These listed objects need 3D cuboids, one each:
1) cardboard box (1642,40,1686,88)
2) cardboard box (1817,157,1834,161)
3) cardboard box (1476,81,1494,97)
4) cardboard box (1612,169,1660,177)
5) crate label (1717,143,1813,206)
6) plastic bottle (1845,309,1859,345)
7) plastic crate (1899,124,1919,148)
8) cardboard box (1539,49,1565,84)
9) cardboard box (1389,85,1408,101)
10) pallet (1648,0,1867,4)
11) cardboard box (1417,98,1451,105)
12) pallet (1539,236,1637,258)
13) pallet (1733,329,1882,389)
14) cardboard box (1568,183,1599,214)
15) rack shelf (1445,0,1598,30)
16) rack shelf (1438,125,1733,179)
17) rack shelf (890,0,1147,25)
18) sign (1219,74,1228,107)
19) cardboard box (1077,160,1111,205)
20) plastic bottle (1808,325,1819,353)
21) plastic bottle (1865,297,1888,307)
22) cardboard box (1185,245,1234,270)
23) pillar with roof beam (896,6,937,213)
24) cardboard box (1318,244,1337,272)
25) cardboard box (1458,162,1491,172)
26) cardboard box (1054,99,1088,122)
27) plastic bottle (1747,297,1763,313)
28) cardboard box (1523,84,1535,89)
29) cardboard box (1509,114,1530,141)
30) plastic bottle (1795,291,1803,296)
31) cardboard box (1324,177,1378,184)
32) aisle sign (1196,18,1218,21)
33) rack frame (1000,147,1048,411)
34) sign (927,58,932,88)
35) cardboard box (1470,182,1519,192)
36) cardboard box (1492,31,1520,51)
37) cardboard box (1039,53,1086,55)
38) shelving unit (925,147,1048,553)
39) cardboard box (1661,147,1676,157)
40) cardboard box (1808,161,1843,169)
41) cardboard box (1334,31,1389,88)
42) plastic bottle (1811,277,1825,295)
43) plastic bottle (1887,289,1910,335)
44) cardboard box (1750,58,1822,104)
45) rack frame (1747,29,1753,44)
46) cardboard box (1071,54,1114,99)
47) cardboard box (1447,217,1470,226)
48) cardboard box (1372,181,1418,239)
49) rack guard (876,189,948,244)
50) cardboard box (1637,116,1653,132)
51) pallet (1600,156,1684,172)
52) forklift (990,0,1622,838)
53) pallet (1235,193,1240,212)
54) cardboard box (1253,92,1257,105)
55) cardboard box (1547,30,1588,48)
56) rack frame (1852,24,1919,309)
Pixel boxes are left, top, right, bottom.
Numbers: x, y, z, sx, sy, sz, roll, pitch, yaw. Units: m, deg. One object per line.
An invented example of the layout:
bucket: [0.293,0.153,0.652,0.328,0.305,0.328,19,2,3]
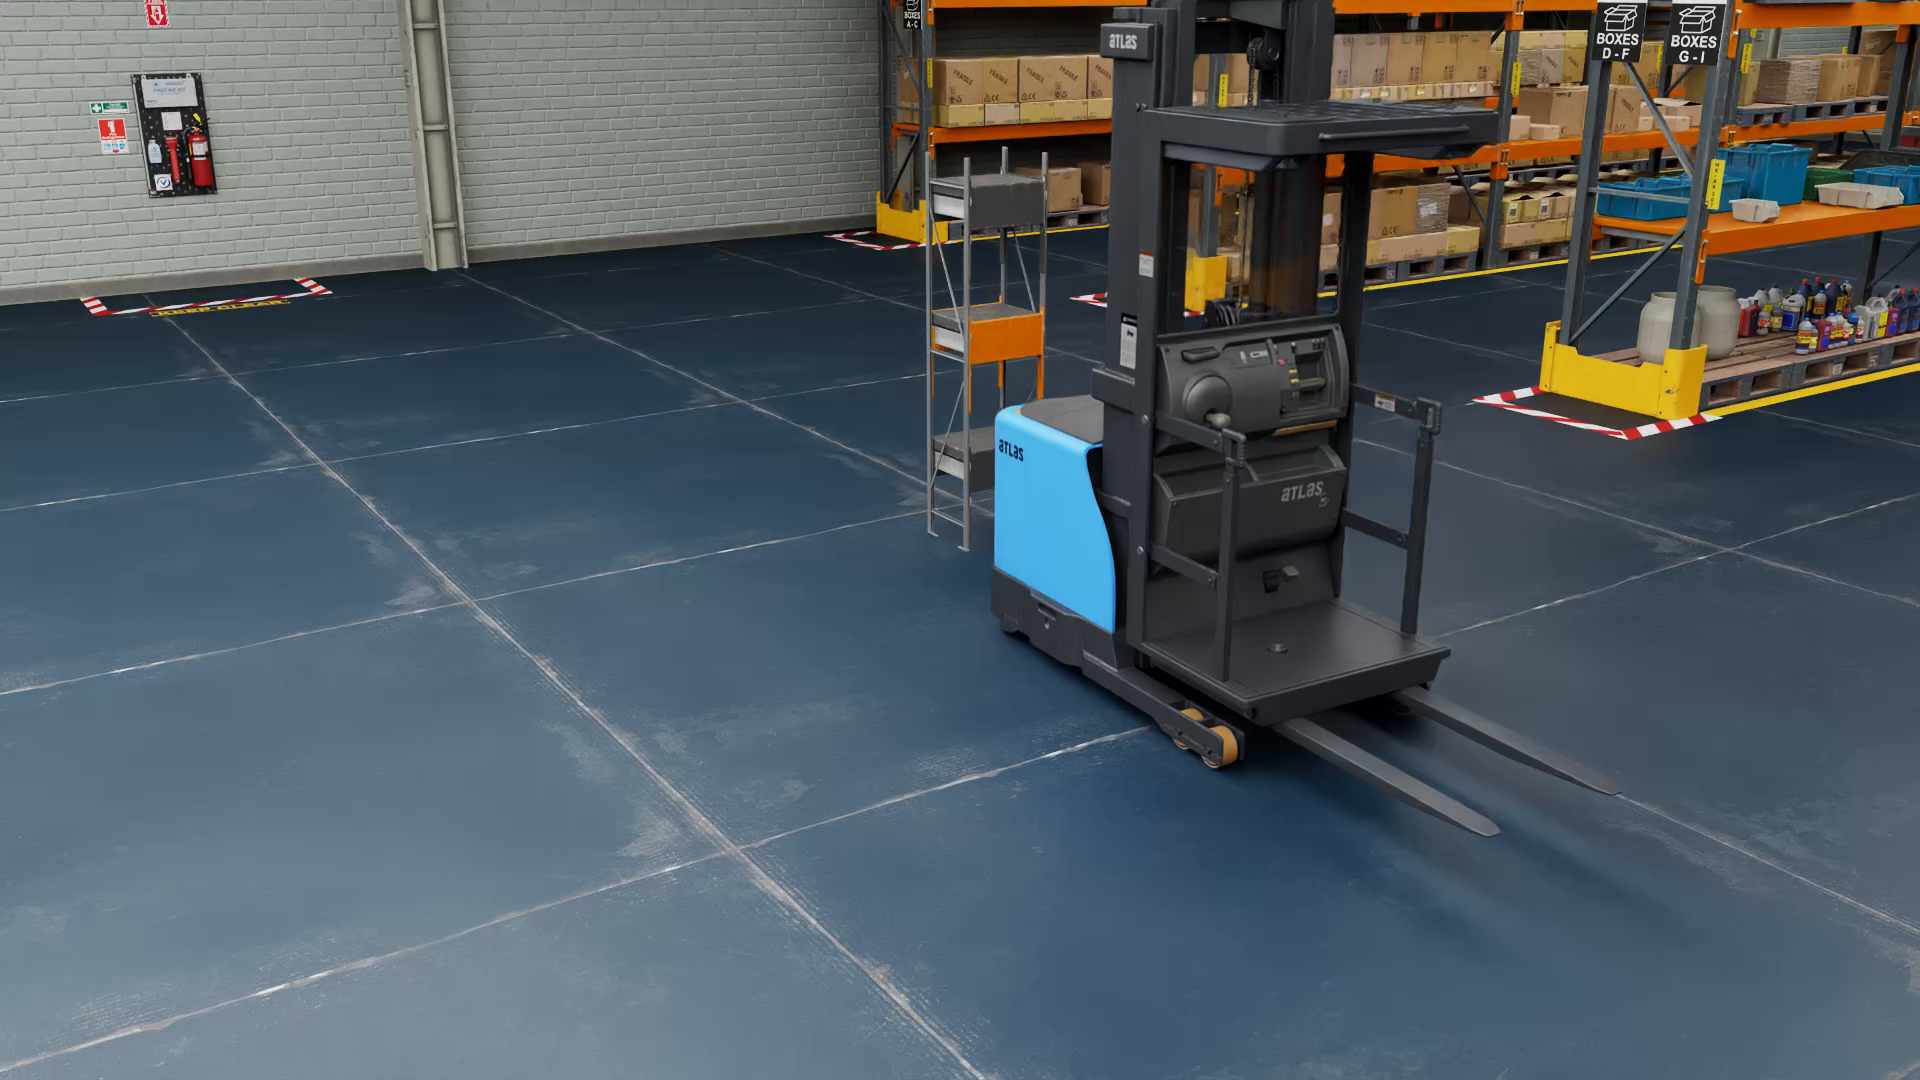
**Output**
cardboard box: [11.053,-7.674,26.792,0.700,0.700,0.980,-13,23,-34]
cardboard box: [11.126,-4.766,21.874,0.500,0.500,0.500,-12,22,-31]
cardboard box: [5.313,-4.699,17.291,0.250,0.149,0.380,-12,22,-31]
cardboard box: [8.164,-4.302,20.049,0.500,0.311,0.500,-11,22,-30]
crate label: [6.191,-2.833,12.885,0.616,0.435,0.502,-12,22,-31]
plastic bottle: [7.027,-1.685,13.118,0.097,0.271,0.097,0,19,0]
plastic crate: [8.379,-3.321,14.286,0.583,0.464,0.402,-12,22,-31]
cardboard box: [8.708,-7.139,25.027,0.500,0.500,0.500,-12,22,-31]
cardboard box: [4.251,-4.476,16.631,0.250,0.149,0.380,-11,22,-30]
pallet: [5.547,-3.870,11.621,1.213,0.211,1.003,-12,22,-31]
cardboard box: [4.618,-4.322,17.190,0.500,0.500,0.700,-12,22,-32]
pallet: [7.036,-3.485,19.223,1.213,0.211,1.003,-12,22,-31]
pallet: [6.539,-1.480,13.292,1.213,0.211,1.003,-12,22,-31]
cardboard box: [7.187,-3.889,18.826,0.500,0.311,0.500,-11,22,-30]
rack shelf: [7.092,-5.882,18.399,4.000,0.370,1.077,-12,22,-31]
rack shelf: [7.092,-4.461,18.880,4.000,0.370,1.077,-12,22,-31]
rack shelf: [1.024,-6.502,20.233,4.000,0.370,1.077,-12,22,-31]
sign: [2.381,-4.043,15.045,0.005,0.325,0.100,-12,22,-31]
cardboard box: [1.849,-4.605,21.397,0.500,0.500,0.500,-14,23,-35]
plastic bottle: [6.574,-1.556,12.847,0.097,0.201,0.097,0,19,0]
plastic bottle: [7.501,-1.853,13.608,0.135,0.276,0.152,-12,22,-31]
cardboard box: [2.367,-2.815,16.525,0.500,0.250,0.500,-12,22,-31]
pillar with roof beam: [1.830,-7.114,16.238,0.400,9.000,9.100,-12,22,-31]
cardboard box: [3.485,-2.853,16.638,0.500,0.250,0.500,-12,22,-31]
cardboard box: [7.456,-5.906,24.732,0.750,0.750,0.750,-12,22,-32]
cardboard box: [1.214,-5.281,20.384,0.500,0.250,0.500,-12,22,-31]
plastic bottle: [6.436,-1.840,13.569,0.135,0.276,0.152,-13,22,-33]
cardboard box: [8.381,-6.766,24.936,0.250,0.149,0.380,-12,22,-31]
cardboard box: [5.809,-4.477,18.038,0.500,0.250,0.500,-10,21,-28]
plastic bottle: [6.981,-1.939,13.871,0.097,0.271,0.097,0,19,0]
cardboard box: [4.027,-3.527,17.460,0.500,0.500,0.500,-12,22,-31]
aisle sign: [2.195,-4.883,14.945,0.004,0.787,0.394,-12,22,-31]
rack frame: [0.342,-1.067,9.122,0.015,2.100,0.400,-12,22,-31]
sign: [-0.348,-5.334,18.988,0.005,0.325,0.100,-12,22,-31]
cardboard box: [6.033,-3.853,18.720,0.500,0.311,0.500,-11,22,-30]
cardboard box: [7.843,-7.318,24.385,0.500,0.250,0.500,-12,22,-33]
cardboard box: [1.334,-5.864,20.939,0.500,0.500,0.500,-11,22,-30]
shelving unit: [0.138,-1.024,8.995,0.503,2.100,0.431,-12,22,-31]
cardboard box: [11.349,-6.575,27.258,0.500,0.500,0.700,-13,22,-33]
cardboard box: [11.012,-4.546,21.225,0.500,0.500,0.500,-12,22,-31]
cardboard box: [3.797,-4.766,16.478,0.500,0.500,0.700,-12,22,-31]
plastic bottle: [7.241,-2.046,14.063,0.185,0.351,0.144,-11,22,-30]
plastic bottle: [7.603,-1.853,13.492,0.185,0.351,0.144,-13,23,-34]
cardboard box: [10.095,-5.651,20.466,0.500,0.500,0.700,-8,20,-21]
rack frame: [12.716,-7.887,27.892,0.127,3.000,1.000,-12,22,-31]
cardboard box: [1.629,-5.726,20.531,0.500,0.500,0.500,-13,22,-33]
cardboard box: [5.609,-3.496,18.541,0.500,0.250,0.500,-12,22,-32]
cardboard box: [4.315,-3.387,17.046,0.500,0.500,0.500,-12,22,-31]
rack guard: [-0.583,-3.898,19.996,0.348,0.500,1.175,-12,22,-31]
cardboard box: [7.728,-4.795,19.138,0.250,0.149,0.380,-10,21,-27]
pallet: [11.074,-6.191,27.228,1.213,0.211,1.003,-12,22,-31]
forklift: [1.316,-0.653,6.600,1.130,2.935,3.031,-10,21,-28]
pallet: [3.344,-4.590,22.493,1.213,0.211,1.003,-12,22,-31]
cardboard box: [2.746,-4.158,15.692,0.250,0.149,0.380,-13,22,-33]
cardboard box: [9.126,-7.585,25.175,0.500,0.250,0.500,-11,22,-30]
rack frame: [8.143,-3.124,13.801,0.127,3.000,1.000,-12,22,-31]
